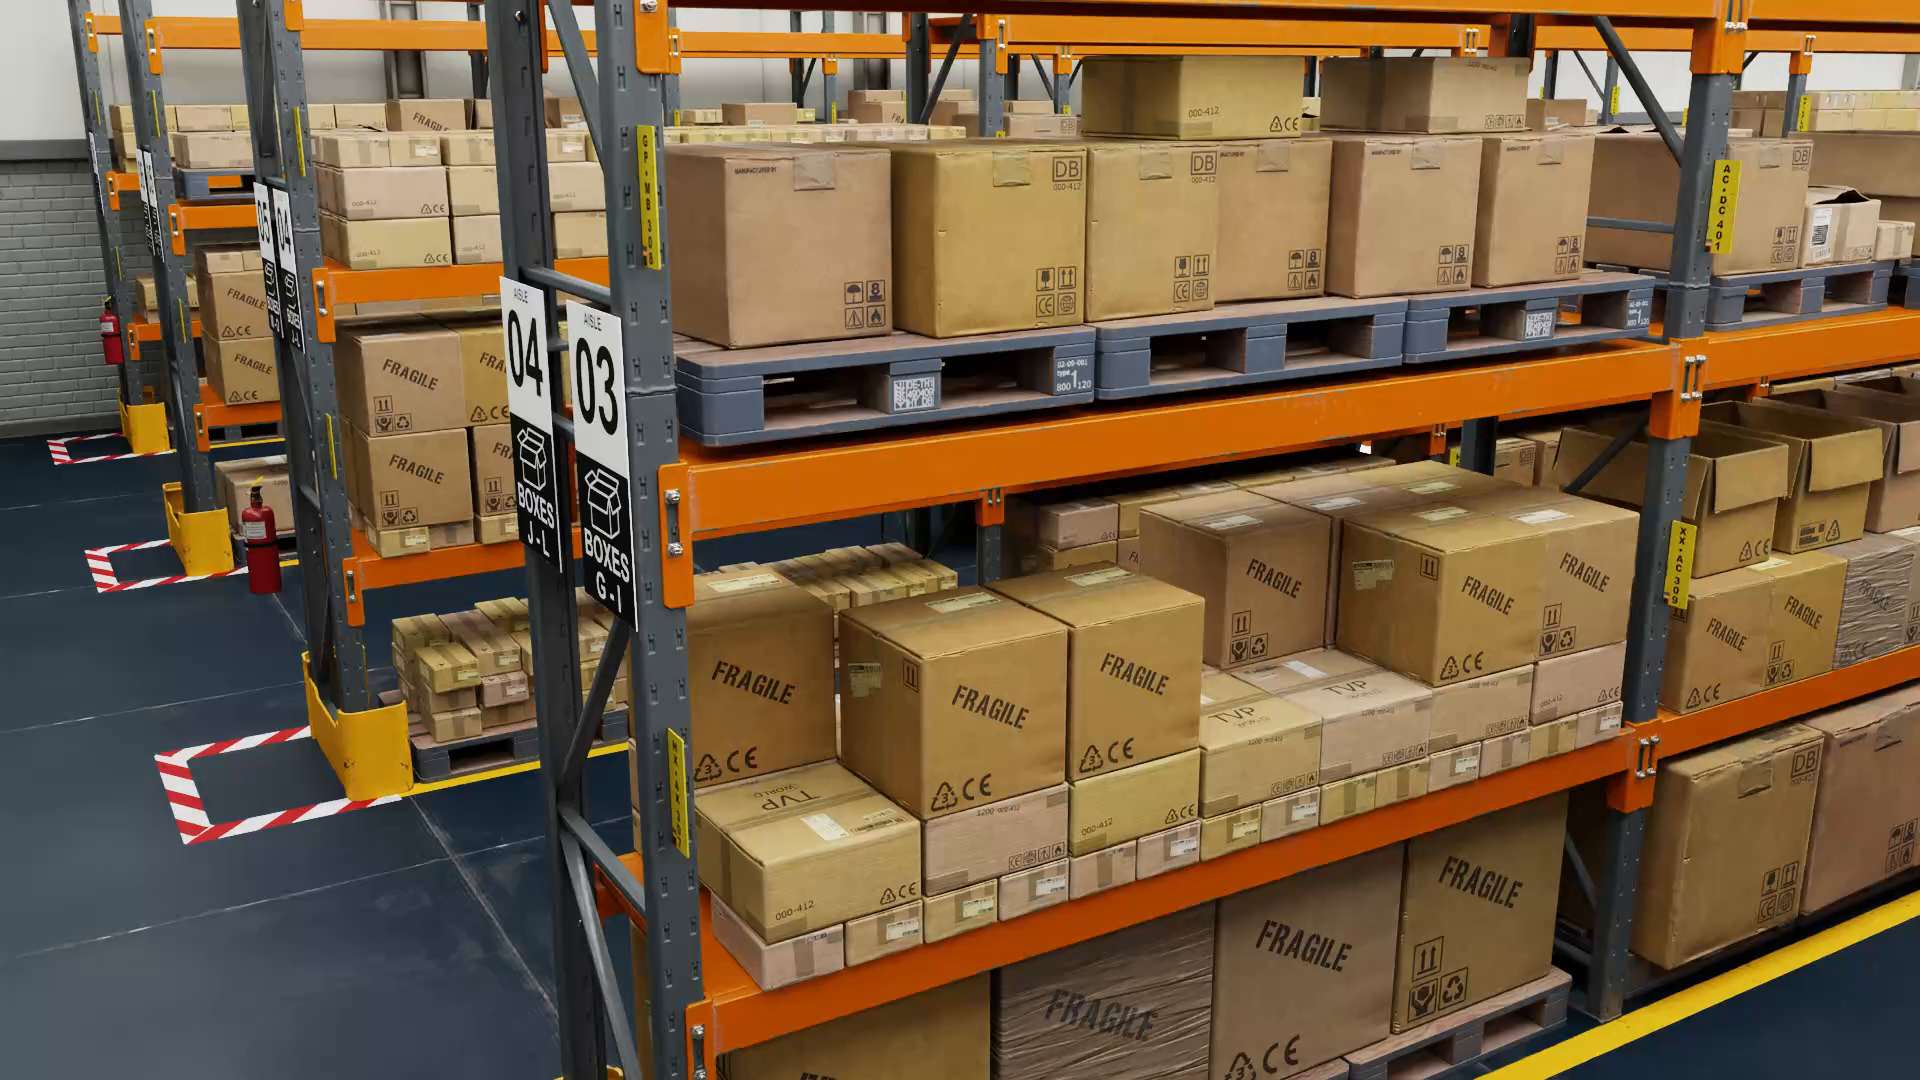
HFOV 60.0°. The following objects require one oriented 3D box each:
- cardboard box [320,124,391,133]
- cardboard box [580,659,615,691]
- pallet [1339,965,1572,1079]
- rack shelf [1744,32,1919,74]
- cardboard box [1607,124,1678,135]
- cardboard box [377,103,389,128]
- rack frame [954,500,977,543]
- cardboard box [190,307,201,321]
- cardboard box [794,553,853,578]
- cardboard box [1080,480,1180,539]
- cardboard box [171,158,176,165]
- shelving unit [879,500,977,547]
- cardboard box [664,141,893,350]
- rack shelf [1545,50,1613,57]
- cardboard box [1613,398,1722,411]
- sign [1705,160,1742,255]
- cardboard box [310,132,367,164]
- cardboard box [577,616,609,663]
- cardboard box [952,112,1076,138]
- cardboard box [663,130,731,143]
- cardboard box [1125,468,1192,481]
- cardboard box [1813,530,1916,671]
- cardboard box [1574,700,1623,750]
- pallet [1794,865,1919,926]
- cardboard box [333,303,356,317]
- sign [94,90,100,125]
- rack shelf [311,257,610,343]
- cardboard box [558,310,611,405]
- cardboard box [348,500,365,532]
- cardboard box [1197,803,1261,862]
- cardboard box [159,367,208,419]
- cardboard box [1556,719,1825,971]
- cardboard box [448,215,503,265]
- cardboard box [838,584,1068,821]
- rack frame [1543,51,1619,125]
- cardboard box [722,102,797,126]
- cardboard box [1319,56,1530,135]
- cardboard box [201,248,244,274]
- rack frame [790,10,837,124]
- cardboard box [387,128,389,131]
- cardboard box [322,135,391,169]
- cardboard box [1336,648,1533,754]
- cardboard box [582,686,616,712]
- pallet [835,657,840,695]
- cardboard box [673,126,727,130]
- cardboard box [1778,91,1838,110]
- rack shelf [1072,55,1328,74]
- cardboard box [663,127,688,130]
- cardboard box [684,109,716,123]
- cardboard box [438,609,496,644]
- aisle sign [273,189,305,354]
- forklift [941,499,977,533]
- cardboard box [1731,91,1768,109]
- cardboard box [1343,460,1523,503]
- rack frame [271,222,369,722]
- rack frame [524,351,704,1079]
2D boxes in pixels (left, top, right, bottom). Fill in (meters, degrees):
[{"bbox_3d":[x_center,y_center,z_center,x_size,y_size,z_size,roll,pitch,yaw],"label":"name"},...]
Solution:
[{"bbox_3d":[-4.800,-3.164,13.283,0.500,0.311,0.500,-9,18,-29],"label":"cardboard box"},{"bbox_3d":[-2.188,0.740,9.667,0.250,0.149,0.380,-9,18,-28],"label":"cardboard box"},{"bbox_3d":[1.731,1.852,6.913,1.213,0.211,1.003,-9,18,-30],"label":"pallet"},{"bbox_3d":[8.528,-4.480,15.293,4.000,0.370,1.077,-9,18,-30],"label":"rack shelf"},{"bbox_3d":[5.424,-3.210,13.446,0.500,0.311,0.500,-10,19,-32],"label":"cardboard box"},{"bbox_3d":[-5.979,-4.577,17.924,0.500,0.250,0.500,-10,18,-31],"label":"cardboard box"},{"bbox_3d":[0.068,-0.731,13.740,0.023,1.500,0.400,-10,19,-32],"label":"rack frame"},{"bbox_3d":[-8.051,-2.371,17.275,0.250,0.149,0.380,-9,18,-28],"label":"cardboard box"},{"bbox_3d":[-0.904,0.215,10.987,0.250,0.149,0.380,-9,18,-30],"label":"cardboard box"},{"bbox_3d":[1.180,-0.216,11.587,0.500,0.250,0.500,-9,18,-28],"label":"cardboard box"},{"bbox_3d":[-8.064,-3.820,16.887,0.250,0.149,0.380,-9,18,-29],"label":"cardboard box"},{"bbox_3d":[-0.237,-0.677,13.546,0.755,1.500,0.431,-10,19,-32],"label":"shelving unit"},{"bbox_3d":[-0.587,-0.850,4.679,0.500,0.500,0.700,-11,19,-33],"label":"cardboard box"},{"bbox_3d":[5.892,-5.802,19.275,4.000,0.370,1.077,-9,18,-30],"label":"rack shelf"},{"bbox_3d":[6.328,-0.864,14.825,0.750,0.750,1.050,-9,18,-30],"label":"cardboard box"},{"bbox_3d":[2.711,-1.182,5.907,0.005,0.325,0.100,-9,18,-30],"label":"sign"},{"bbox_3d":[-3.339,-2.103,8.911,0.250,0.149,0.380,-9,18,-30],"label":"cardboard box"},{"bbox_3d":[-2.223,0.580,9.683,0.250,0.149,0.380,-10,19,-32],"label":"cardboard box"},{"bbox_3d":[0.337,-2.462,10.615,0.500,0.500,0.700,-9,18,-30],"label":"cardboard box"},{"bbox_3d":[-1.473,-2.213,9.301,0.250,0.149,0.380,-10,18,-31],"label":"cardboard box"},{"bbox_3d":[1.357,-0.407,12.268,0.500,0.250,0.500,-10,19,-32],"label":"cardboard box"},{"bbox_3d":[3.806,0.228,7.355,0.500,0.500,0.500,-10,18,-31],"label":"cardboard box"},{"bbox_3d":[2.331,0.661,6.462,0.250,0.149,0.380,-9,18,-29],"label":"cardboard box"},{"bbox_3d":[4.093,1.469,8.279,1.213,0.211,1.003,-9,18,-30],"label":"pallet"},{"bbox_3d":[-5.111,-1.919,13.162,0.500,0.500,0.500,-10,18,-31],"label":"cardboard box"},{"bbox_3d":[-8.389,-4.203,16.170,0.005,0.325,0.100,-9,18,-30],"label":"sign"},{"bbox_3d":[-1.759,-1.560,9.694,4.000,0.370,1.077,-9,18,-30],"label":"rack shelf"},{"bbox_3d":[-2.065,-0.997,9.320,0.500,0.500,0.500,-10,18,-31],"label":"cardboard box"},{"bbox_3d":[-3.339,-0.174,9.438,0.250,0.149,0.380,-9,18,-30],"label":"cardboard box"},{"bbox_3d":[0.787,0.911,5.567,0.250,0.149,0.380,-10,18,-31],"label":"cardboard box"},{"bbox_3d":[-8.095,-1.527,17.646,0.637,0.503,0.797,-10,19,-32],"label":"cardboard box"},{"bbox_3d":[2.962,1.149,7.413,0.875,0.875,1.225,-9,18,-30],"label":"cardboard box"},{"bbox_3d":[-2.503,-1.632,8.894,0.500,0.250,0.500,-9,18,-28],"label":"cardboard box"},{"bbox_3d":[-0.026,0.472,5.008,0.500,0.500,0.500,-10,18,-31],"label":"cardboard box"},{"bbox_3d":[7.606,-6.428,20.170,0.127,3.000,1.000,-9,18,-30],"label":"rack frame"},{"bbox_3d":[-1.775,-3.622,14.751,0.500,0.500,0.500,-10,18,-31],"label":"cardboard box"},{"bbox_3d":[1.614,-1.553,5.798,0.500,0.250,0.500,-11,19,-33],"label":"cardboard box"},{"bbox_3d":[-5.662,-2.143,12.757,0.250,0.149,0.380,-9,18,-29],"label":"cardboard box"},{"bbox_3d":[-1.811,-6.464,20.298,0.127,3.000,1.000,-9,18,-30],"label":"rack frame"},{"bbox_3d":[-5.964,-4.335,17.987,0.500,0.250,0.500,-10,18,-32],"label":"cardboard box"},{"bbox_3d":[-3.078,-1.981,8.476,0.250,0.149,0.380,-9,18,-30],"label":"cardboard box"},{"bbox_3d":[1.738,0.545,6.135,0.500,0.250,0.500,-9,18,-28],"label":"cardboard box"},{"bbox_3d":[-2.192,0.886,9.696,0.250,0.149,0.380,-9,18,-29],"label":"cardboard box"},{"bbox_3d":[-0.602,0.704,11.007,1.213,0.211,1.003,-9,18,-30],"label":"pallet"},{"bbox_3d":[-1.570,-2.389,9.931,0.250,0.149,0.380,-8,18,-27],"label":"cardboard box"},{"bbox_3d":[7.300,-3.782,14.311,0.250,0.149,0.380,-9,18,-29],"label":"cardboard box"},{"bbox_3d":[3.332,-6.759,23.424,4.000,0.370,1.077,-9,18,-30],"label":"rack shelf"},{"bbox_3d":[-1.787,-2.350,9.790,0.250,0.149,0.380,-10,18,-31],"label":"cardboard box"},{"bbox_3d":[-3.065,-4.986,19.571,0.250,0.149,0.380,-9,18,-30],"label":"cardboard box"},{"bbox_3d":[-2.905,0.546,9.806,0.250,0.149,0.380,-9,18,-29],"label":"cardboard box"},{"bbox_3d":[-3.381,-1.356,8.375,0.004,0.787,0.394,-9,18,-30],"label":"aisle sign"},{"bbox_3d":[1.347,-1.650,14.367,3.031,2.935,1.130,-10,19,-32],"label":"forklift"},{"bbox_3d":[6.963,-3.935,14.856,0.250,0.149,0.380,-9,18,-30],"label":"cardboard box"},{"bbox_3d":[1.881,-0.003,6.702,0.500,0.500,0.500,-9,18,-30],"label":"cardboard box"},{"bbox_3d":[-3.473,-0.184,9.010,0.127,3.000,1.000,-9,18,-30],"label":"rack frame"},{"bbox_3d":[-1.005,0.977,4.866,0.127,3.000,1.000,-9,18,-30],"label":"rack frame"}]
